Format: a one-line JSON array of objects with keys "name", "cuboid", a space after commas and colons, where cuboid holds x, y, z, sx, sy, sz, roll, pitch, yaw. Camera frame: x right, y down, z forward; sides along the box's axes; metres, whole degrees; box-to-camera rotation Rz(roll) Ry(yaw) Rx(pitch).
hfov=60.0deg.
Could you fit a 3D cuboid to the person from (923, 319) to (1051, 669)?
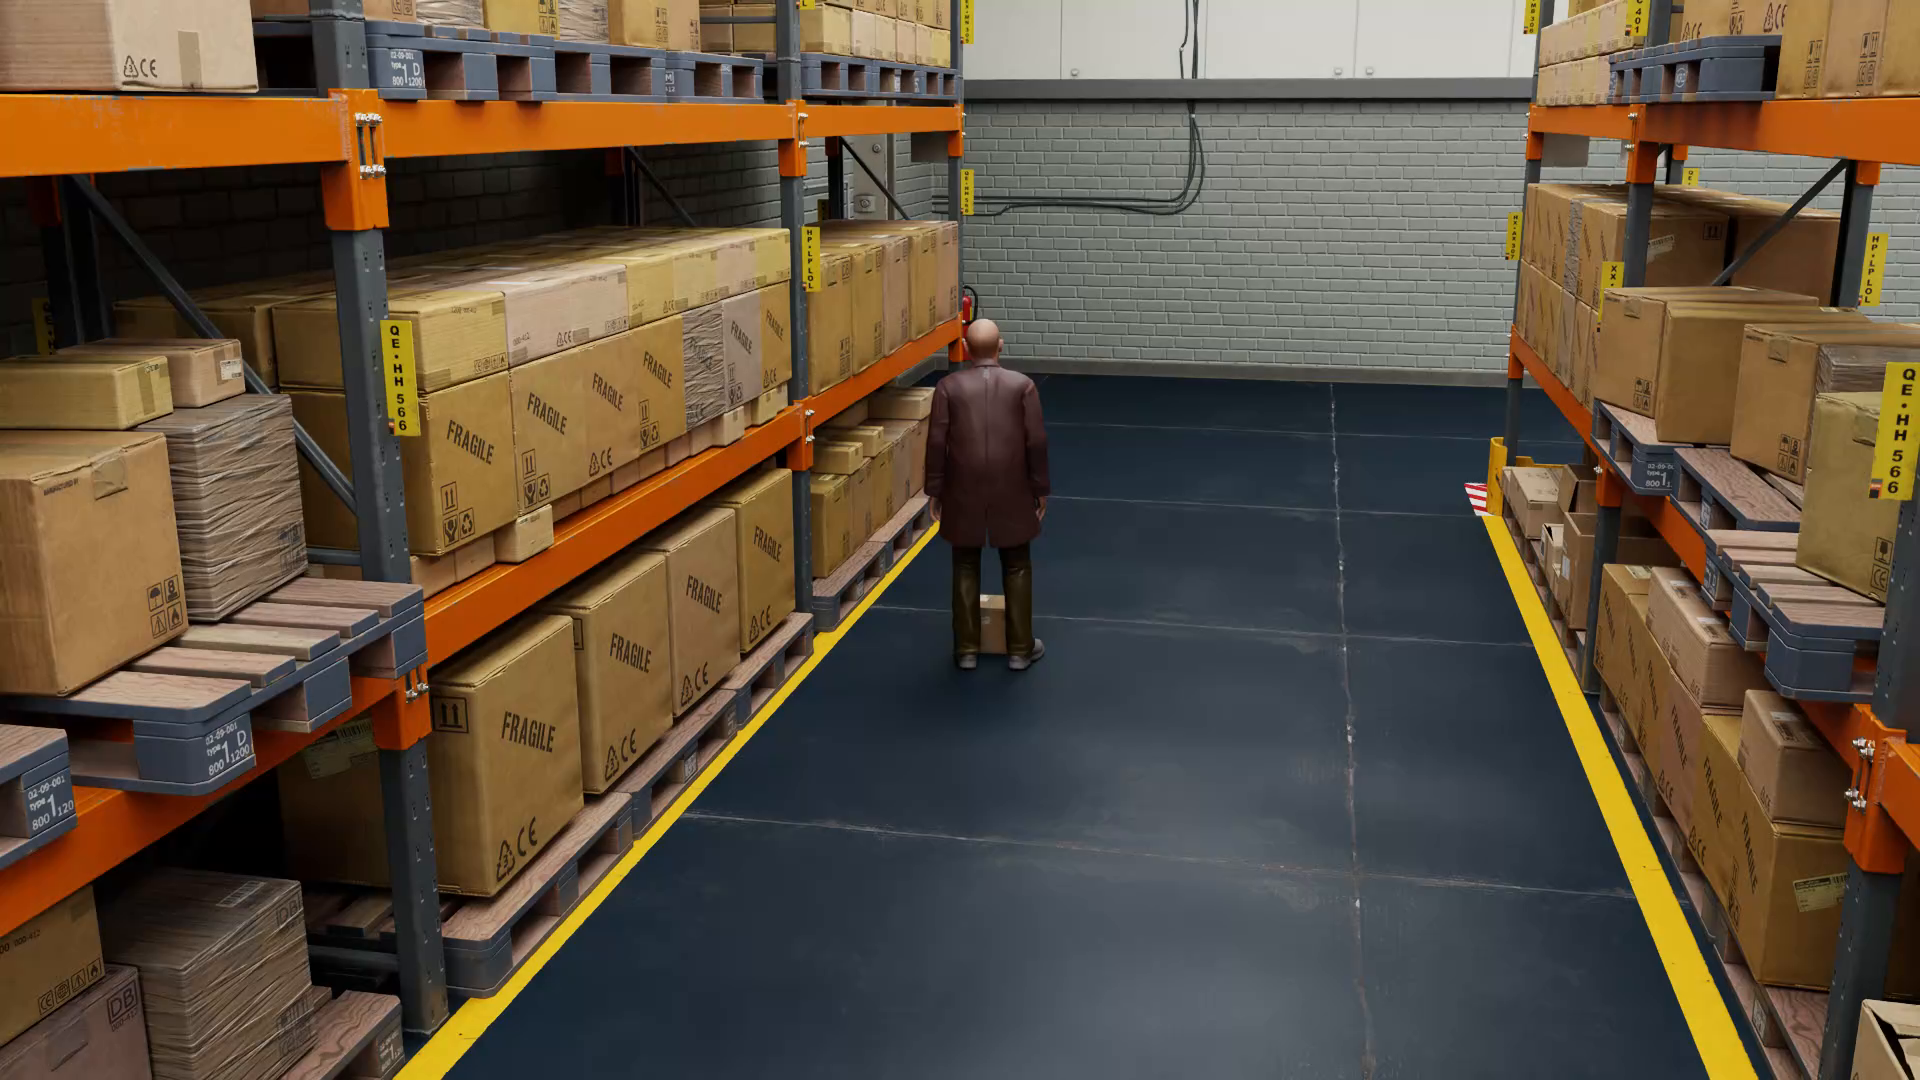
[{"name": "person", "cuboid": [0.137, -0.228, 8.429, 0.645, 1.772, 0.429, 1, 14, 3]}]
